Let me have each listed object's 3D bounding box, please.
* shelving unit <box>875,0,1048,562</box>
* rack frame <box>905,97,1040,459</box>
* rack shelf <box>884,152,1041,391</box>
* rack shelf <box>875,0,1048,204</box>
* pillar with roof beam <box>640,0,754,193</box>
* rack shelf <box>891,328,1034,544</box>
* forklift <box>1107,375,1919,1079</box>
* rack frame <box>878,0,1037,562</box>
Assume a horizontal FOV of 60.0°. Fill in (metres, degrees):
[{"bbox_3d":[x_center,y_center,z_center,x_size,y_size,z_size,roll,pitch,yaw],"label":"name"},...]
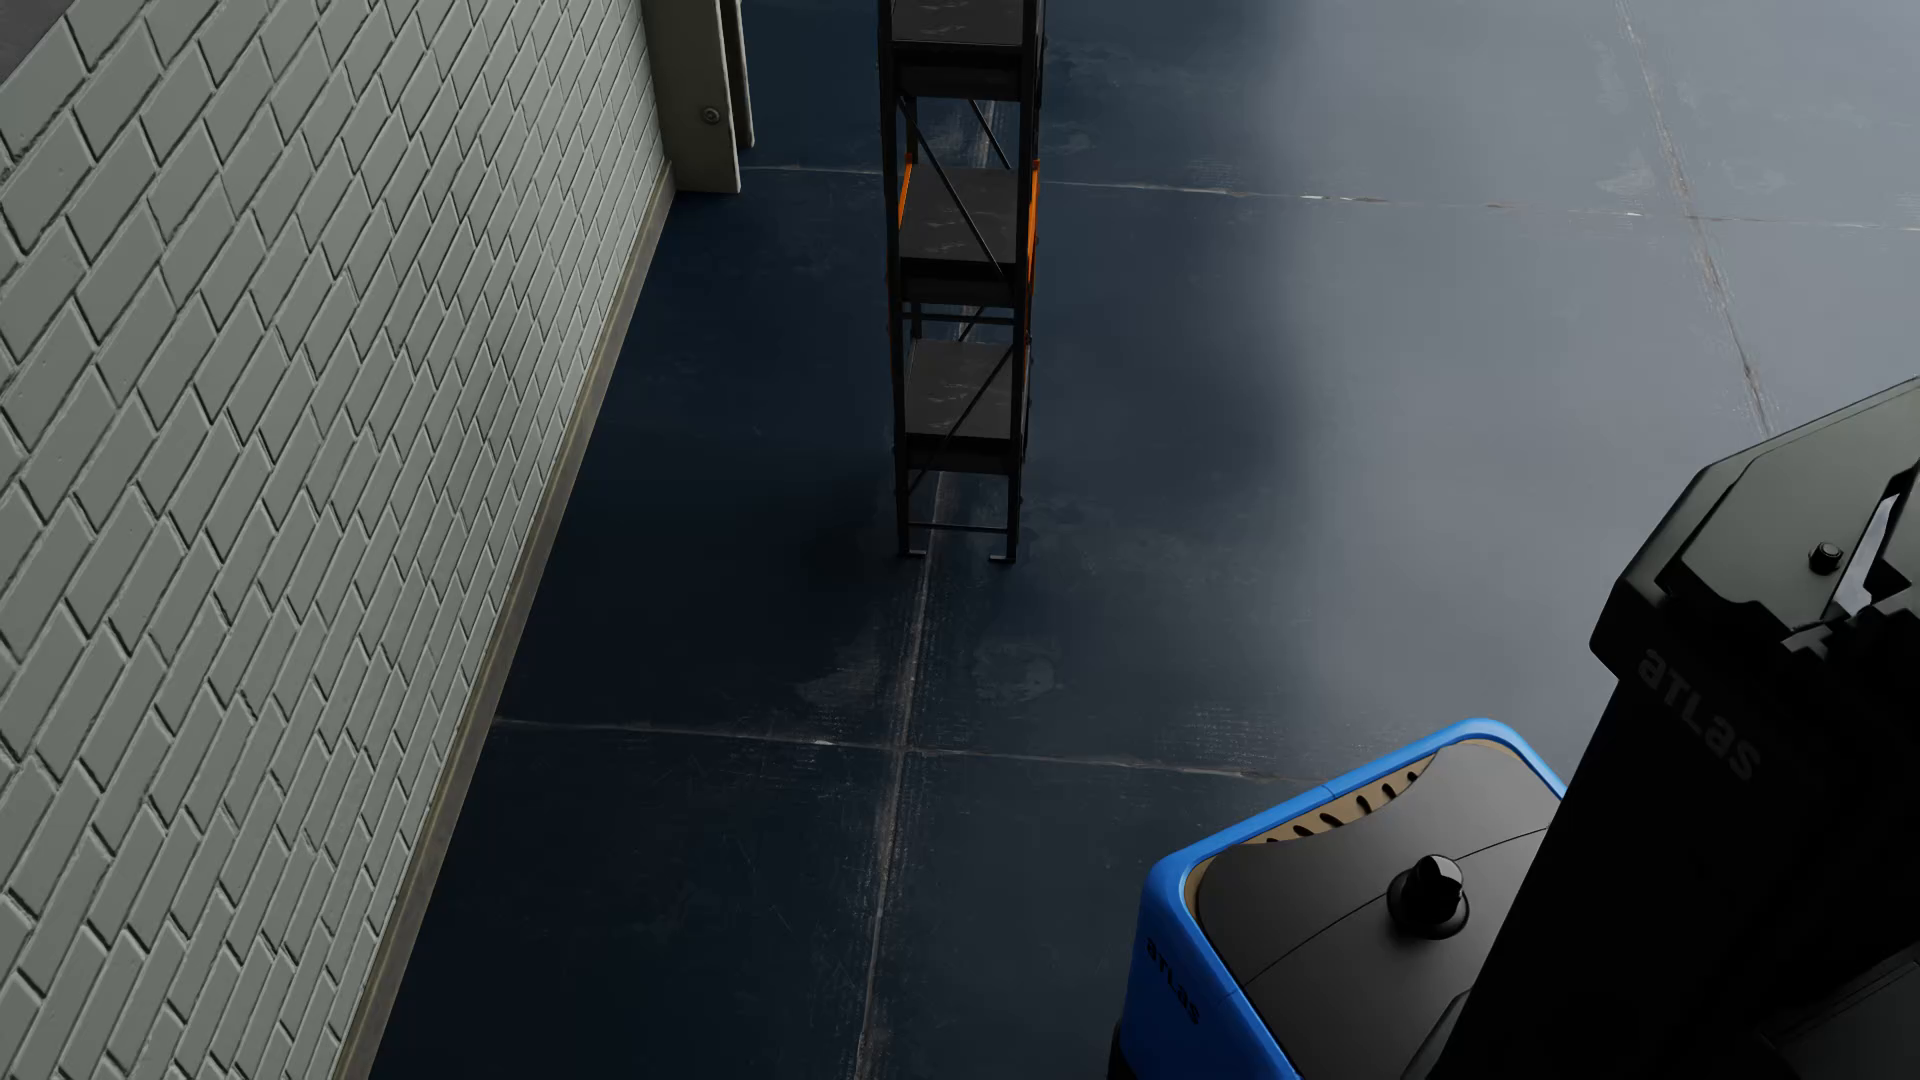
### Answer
[{"bbox_3d":[0.015,-0.830,5.086,0.431,2.100,0.503,4,48,4],"label":"shelving unit"},{"bbox_3d":[0.037,-1.010,5.250,0.400,2.100,0.015,4,48,4],"label":"rack frame"},{"bbox_3d":[0.015,-0.821,5.097,0.431,0.518,0.480,4,48,4],"label":"rack shelf"},{"bbox_3d":[0.015,-1.294,4.580,0.431,0.518,0.480,4,48,4],"label":"rack shelf"},{"bbox_3d":[3.205,-4.385,3.662,9.100,9.000,0.400,4,48,4],"label":"pillar with roof beam"},{"bbox_3d":[0.015,-0.349,5.613,0.431,0.518,0.480,4,48,4],"label":"rack shelf"},{"bbox_3d":[1.502,1.266,2.606,1.130,2.935,3.031,-21,51,-18],"label":"forklift"},{"bbox_3d":[-0.007,-0.651,4.922,0.400,2.100,0.015,4,48,4],"label":"rack frame"}]
